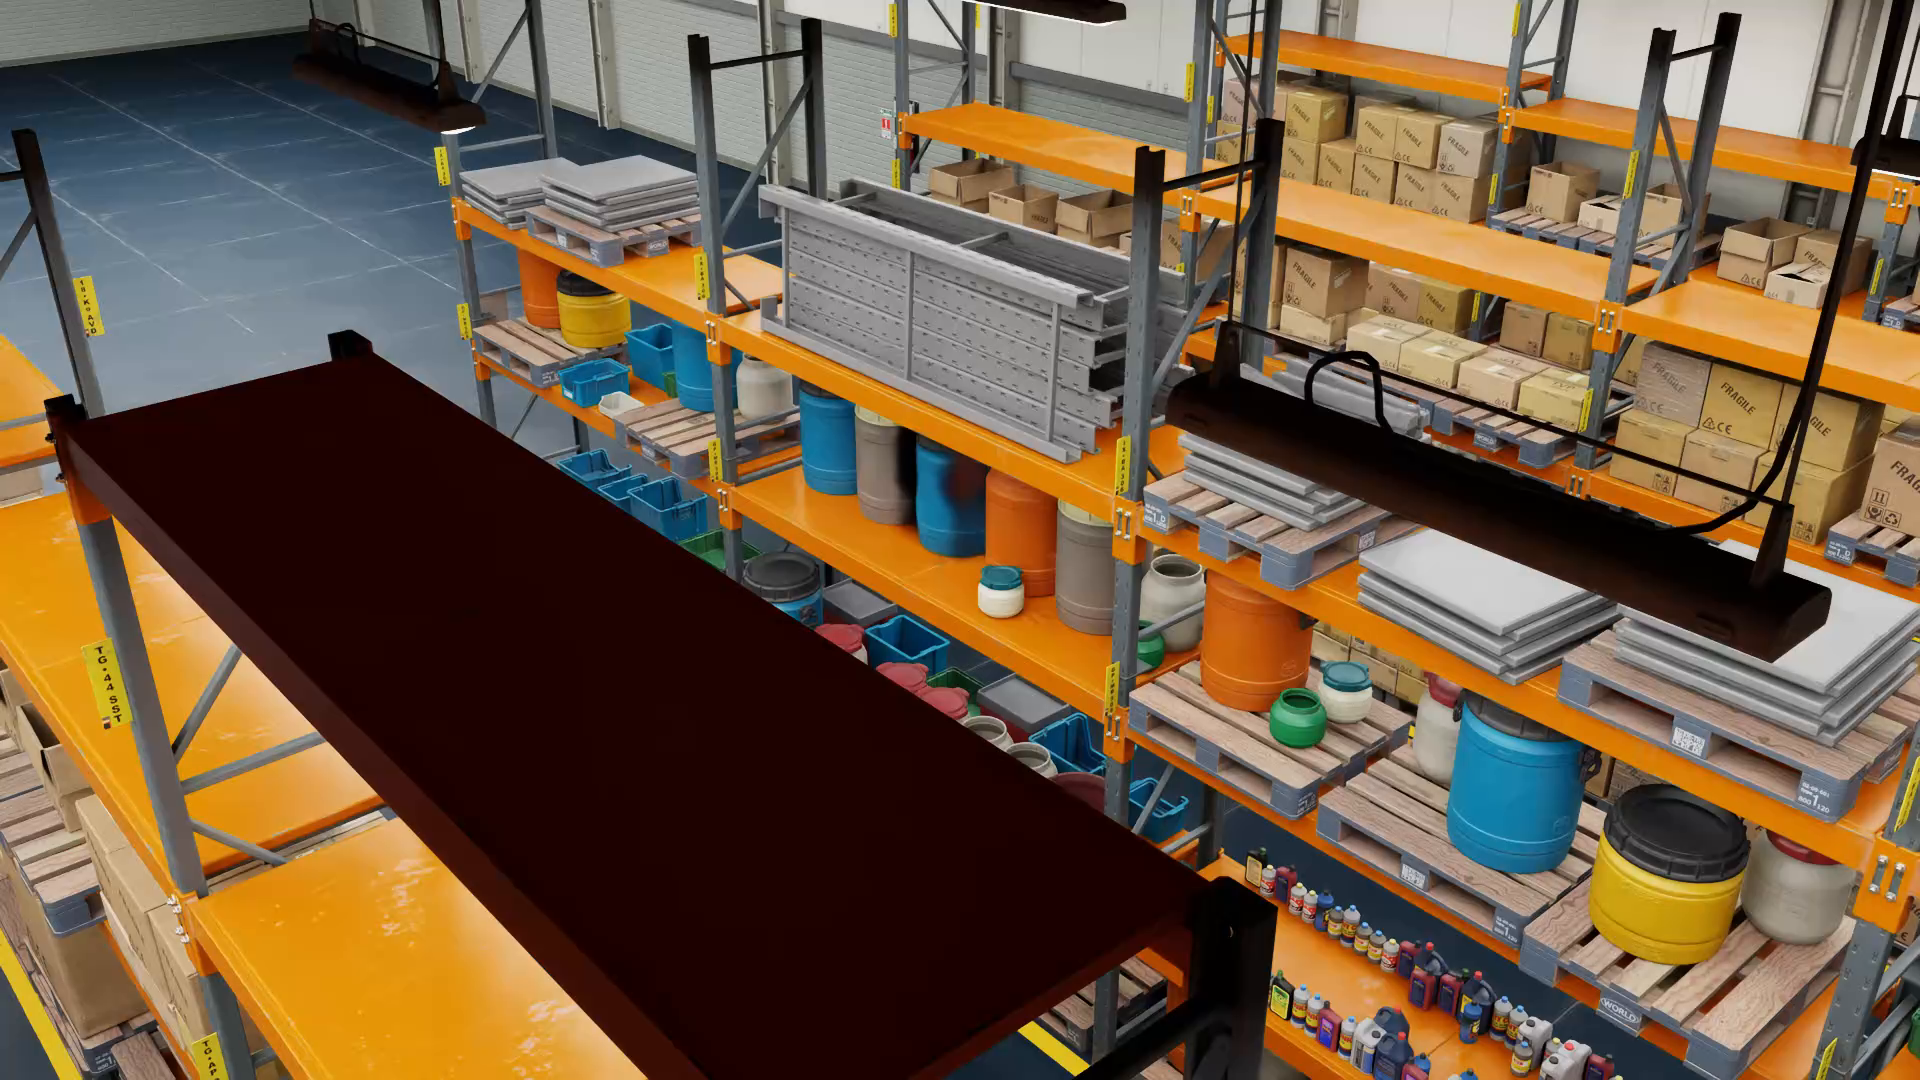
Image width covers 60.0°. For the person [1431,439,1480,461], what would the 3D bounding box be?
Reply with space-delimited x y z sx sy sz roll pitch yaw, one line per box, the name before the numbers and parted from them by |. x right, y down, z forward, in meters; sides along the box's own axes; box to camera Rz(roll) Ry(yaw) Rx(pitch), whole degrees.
person | 5.235 -0.974 17.541 0.565 1.806 0.483 -2 27 -4
